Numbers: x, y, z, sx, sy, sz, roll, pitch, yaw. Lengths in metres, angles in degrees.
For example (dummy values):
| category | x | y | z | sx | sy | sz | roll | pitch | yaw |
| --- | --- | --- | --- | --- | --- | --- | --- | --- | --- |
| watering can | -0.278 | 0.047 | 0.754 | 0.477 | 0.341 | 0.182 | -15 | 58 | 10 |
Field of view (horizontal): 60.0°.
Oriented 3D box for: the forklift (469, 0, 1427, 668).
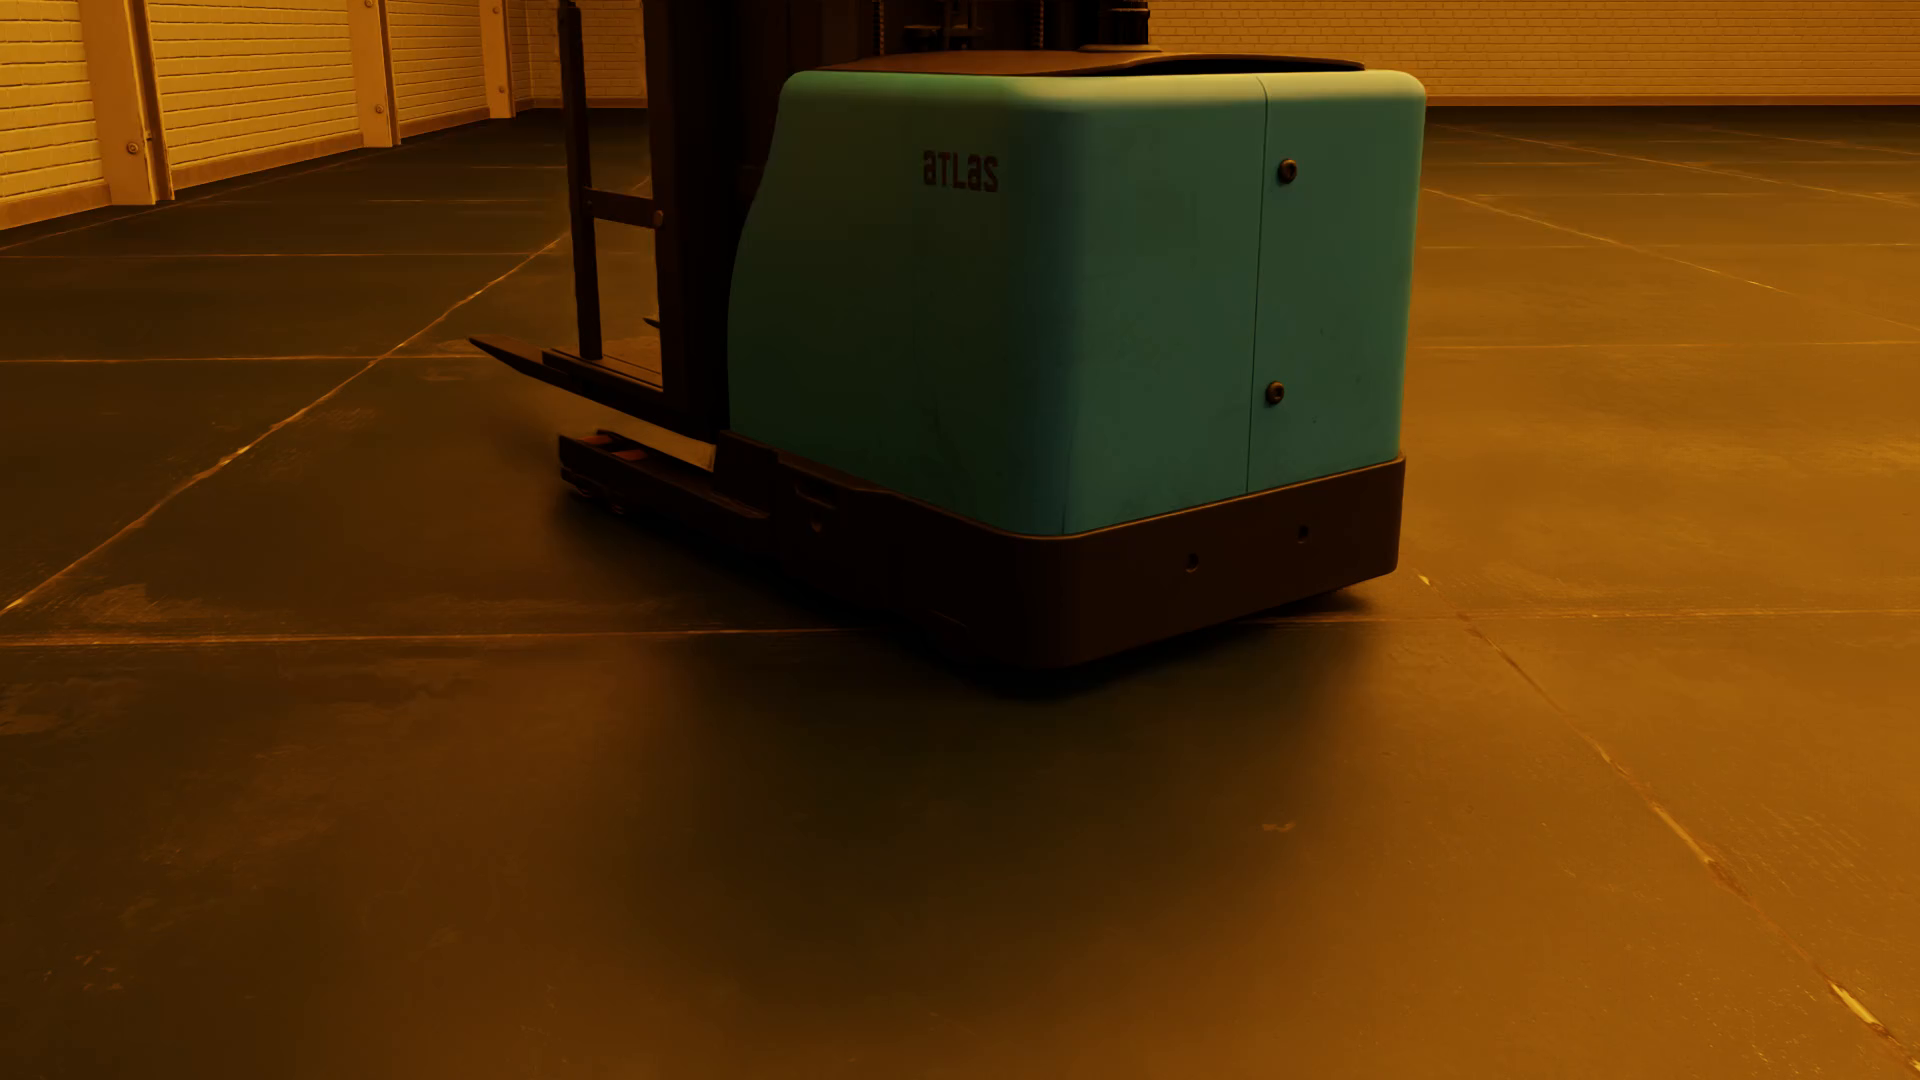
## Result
| category | x | y | z | sx | sy | sz | roll | pitch | yaw |
| --- | --- | --- | --- | --- | --- | --- | --- | --- | --- |
| forklift | -0.371 | -1.539 | 3.937 | 1.130 | 2.935 | 3.031 | -13 | 21 | -35 |
